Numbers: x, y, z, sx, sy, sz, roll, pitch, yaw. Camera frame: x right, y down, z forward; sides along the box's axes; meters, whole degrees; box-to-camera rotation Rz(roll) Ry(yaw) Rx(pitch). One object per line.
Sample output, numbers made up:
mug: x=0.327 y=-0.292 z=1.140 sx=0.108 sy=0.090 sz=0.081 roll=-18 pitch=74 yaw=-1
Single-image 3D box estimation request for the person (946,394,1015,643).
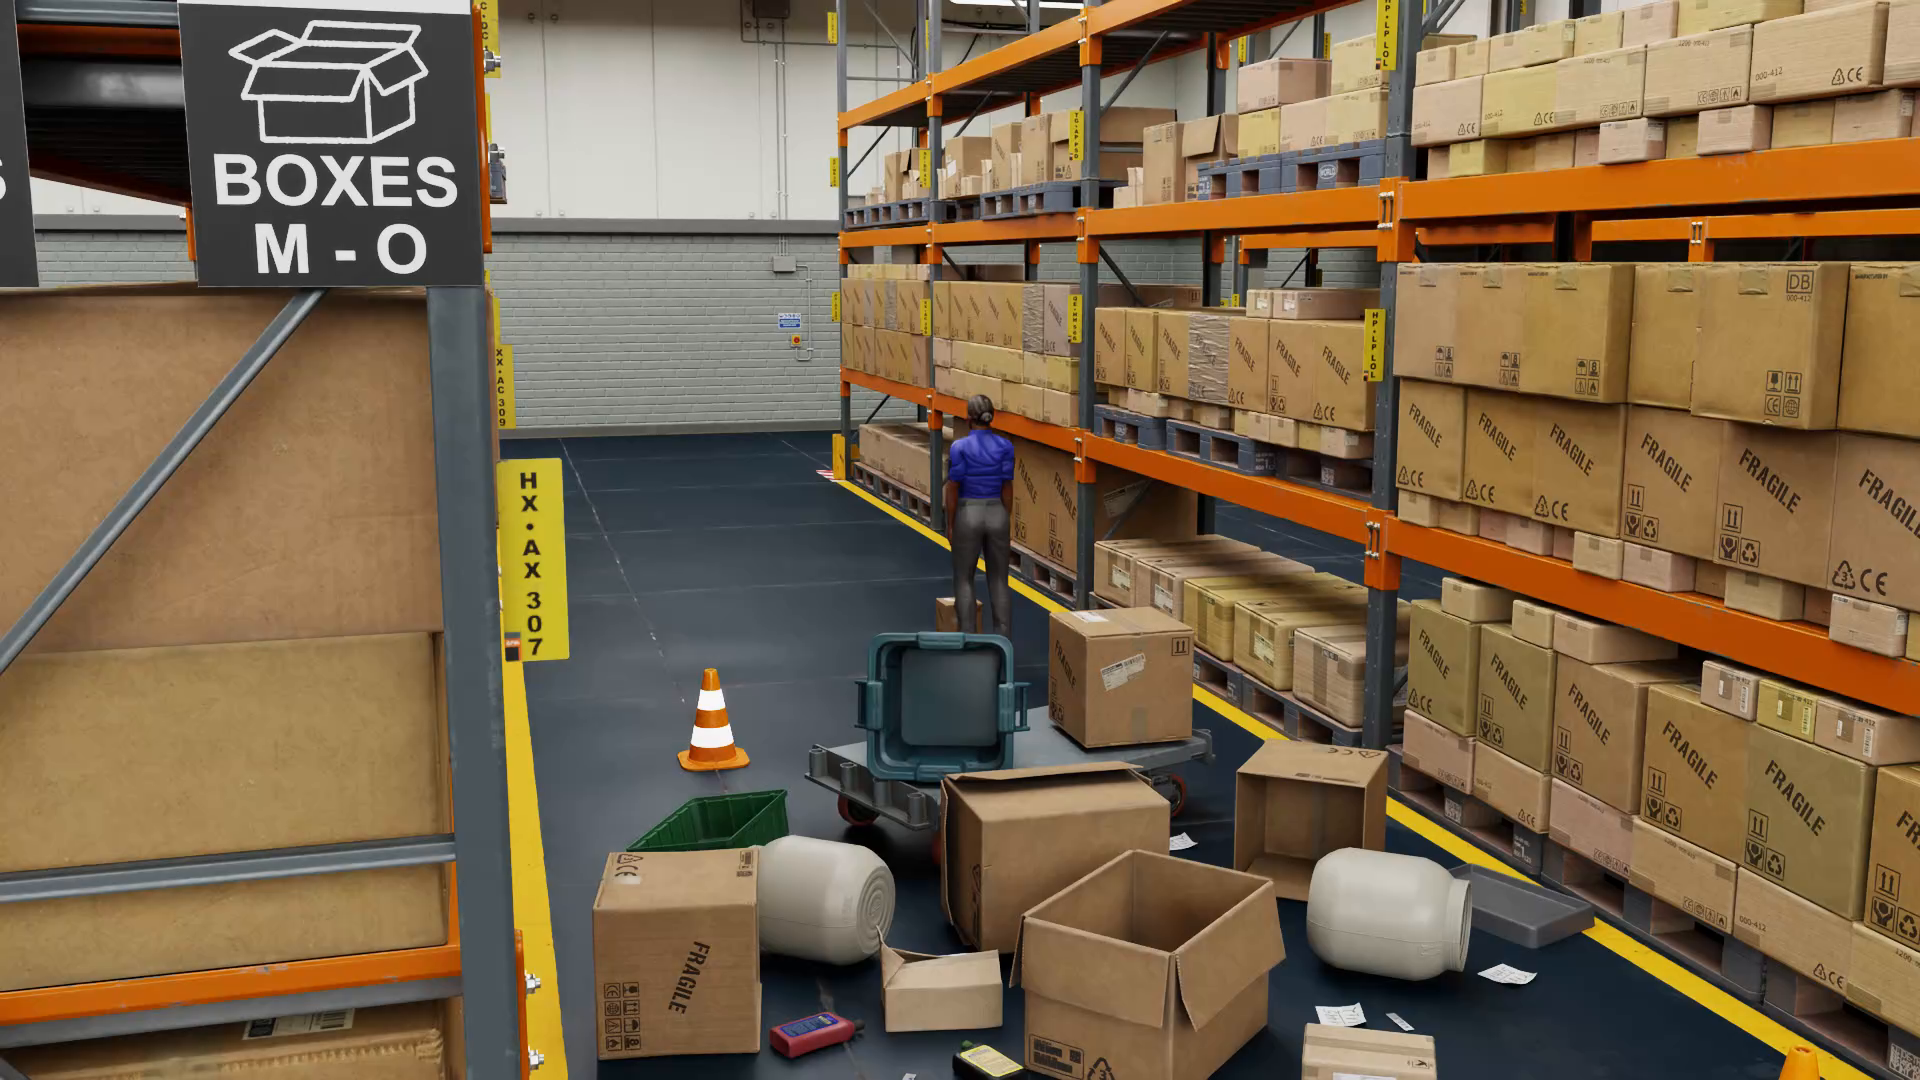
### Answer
person: x=0.120 y=-0.085 z=10.429 sx=0.437 sy=1.656 sz=0.299 roll=-2 pitch=10 yaw=-15
